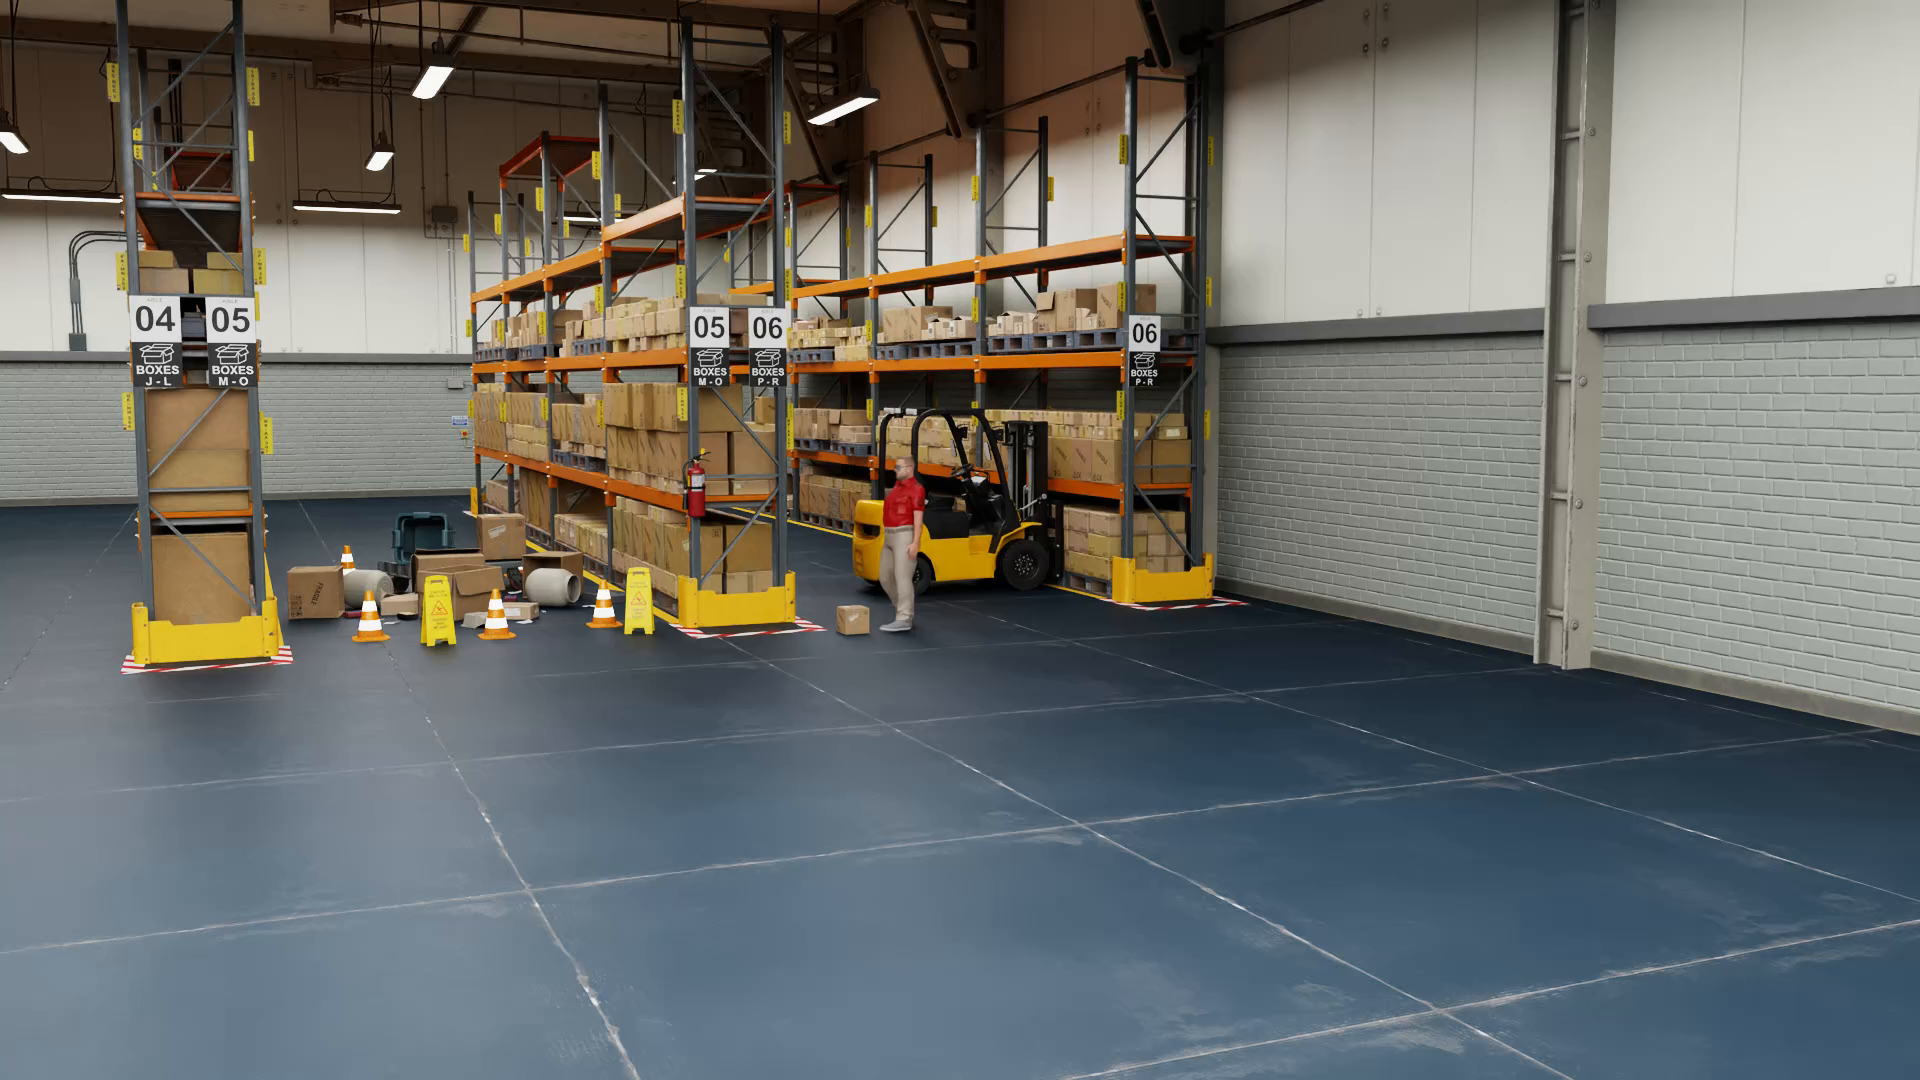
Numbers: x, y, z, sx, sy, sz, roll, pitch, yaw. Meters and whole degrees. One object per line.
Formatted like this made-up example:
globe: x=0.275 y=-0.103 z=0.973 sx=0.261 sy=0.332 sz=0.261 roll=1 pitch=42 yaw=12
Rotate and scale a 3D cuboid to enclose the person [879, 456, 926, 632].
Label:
person: x=-0.599 y=0.036 z=16.494 sx=0.551 sy=1.741 sz=0.555 roll=-3 pitch=6 yaw=-31
